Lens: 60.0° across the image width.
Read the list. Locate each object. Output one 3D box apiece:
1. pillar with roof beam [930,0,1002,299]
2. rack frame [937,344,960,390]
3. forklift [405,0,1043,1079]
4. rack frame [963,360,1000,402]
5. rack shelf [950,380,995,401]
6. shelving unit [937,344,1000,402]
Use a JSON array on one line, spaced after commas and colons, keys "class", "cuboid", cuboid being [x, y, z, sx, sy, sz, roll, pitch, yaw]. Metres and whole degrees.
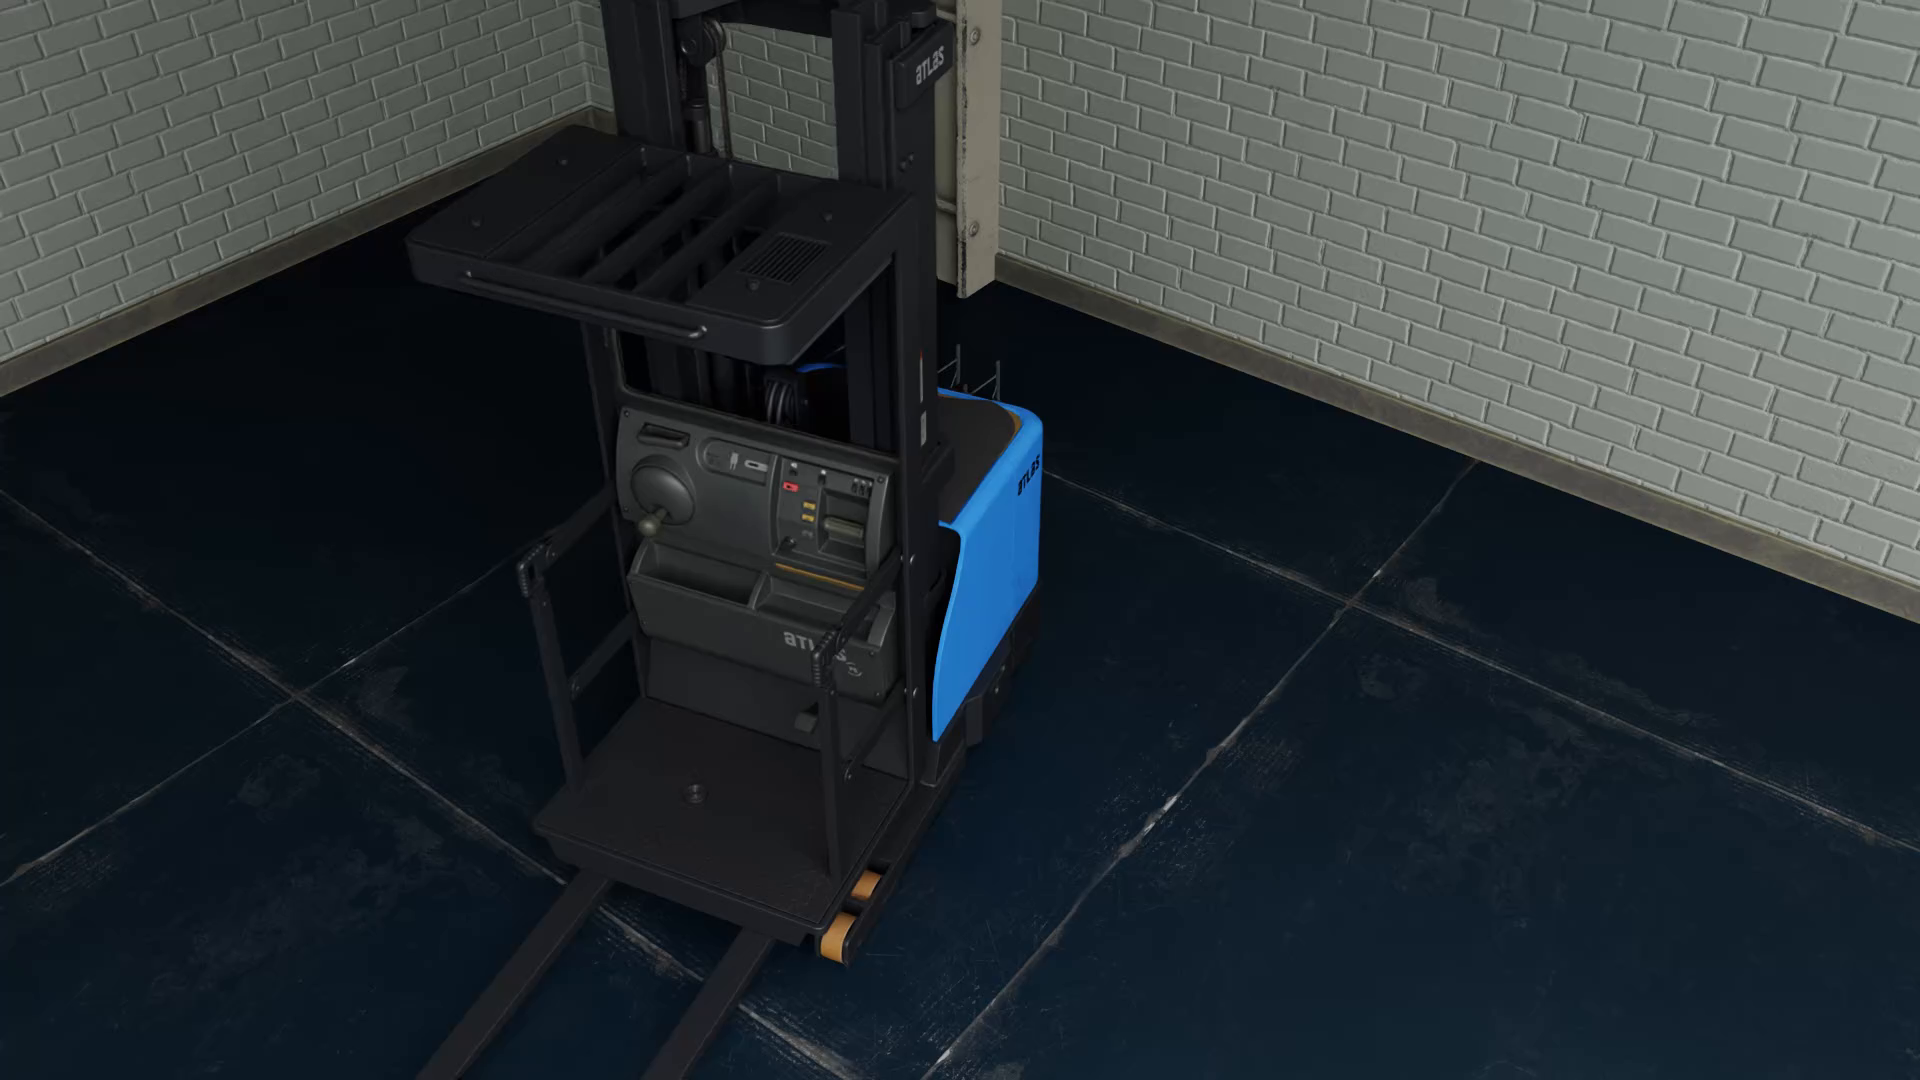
[{"class": "pillar with roof beam", "cuboid": [-2.657, -2.873, 3.620, 0.400, 9.000, 9.100, 25, 45, 29]}, {"class": "rack frame", "cuboid": [-0.074, -0.389, 7.017, 0.006, 0.900, 0.240, 25, 45, 29]}, {"class": "forklift", "cuboid": [-0.732, -0.069, 4.961, 1.130, 2.935, 3.031, 15, 41, 18]}, {"class": "rack frame", "cuboid": [0.087, -0.313, 6.920, 0.006, 0.900, 0.240, 25, 45, 29]}, {"class": "rack shelf", "cuboid": [0.006, -0.538, 6.823, 0.200, 0.077, 0.258, 25, 45, 29]}, {"class": "shelving unit", "cuboid": [0.006, -0.351, 6.969, 0.210, 0.900, 0.258, 25, 45, 29]}]
